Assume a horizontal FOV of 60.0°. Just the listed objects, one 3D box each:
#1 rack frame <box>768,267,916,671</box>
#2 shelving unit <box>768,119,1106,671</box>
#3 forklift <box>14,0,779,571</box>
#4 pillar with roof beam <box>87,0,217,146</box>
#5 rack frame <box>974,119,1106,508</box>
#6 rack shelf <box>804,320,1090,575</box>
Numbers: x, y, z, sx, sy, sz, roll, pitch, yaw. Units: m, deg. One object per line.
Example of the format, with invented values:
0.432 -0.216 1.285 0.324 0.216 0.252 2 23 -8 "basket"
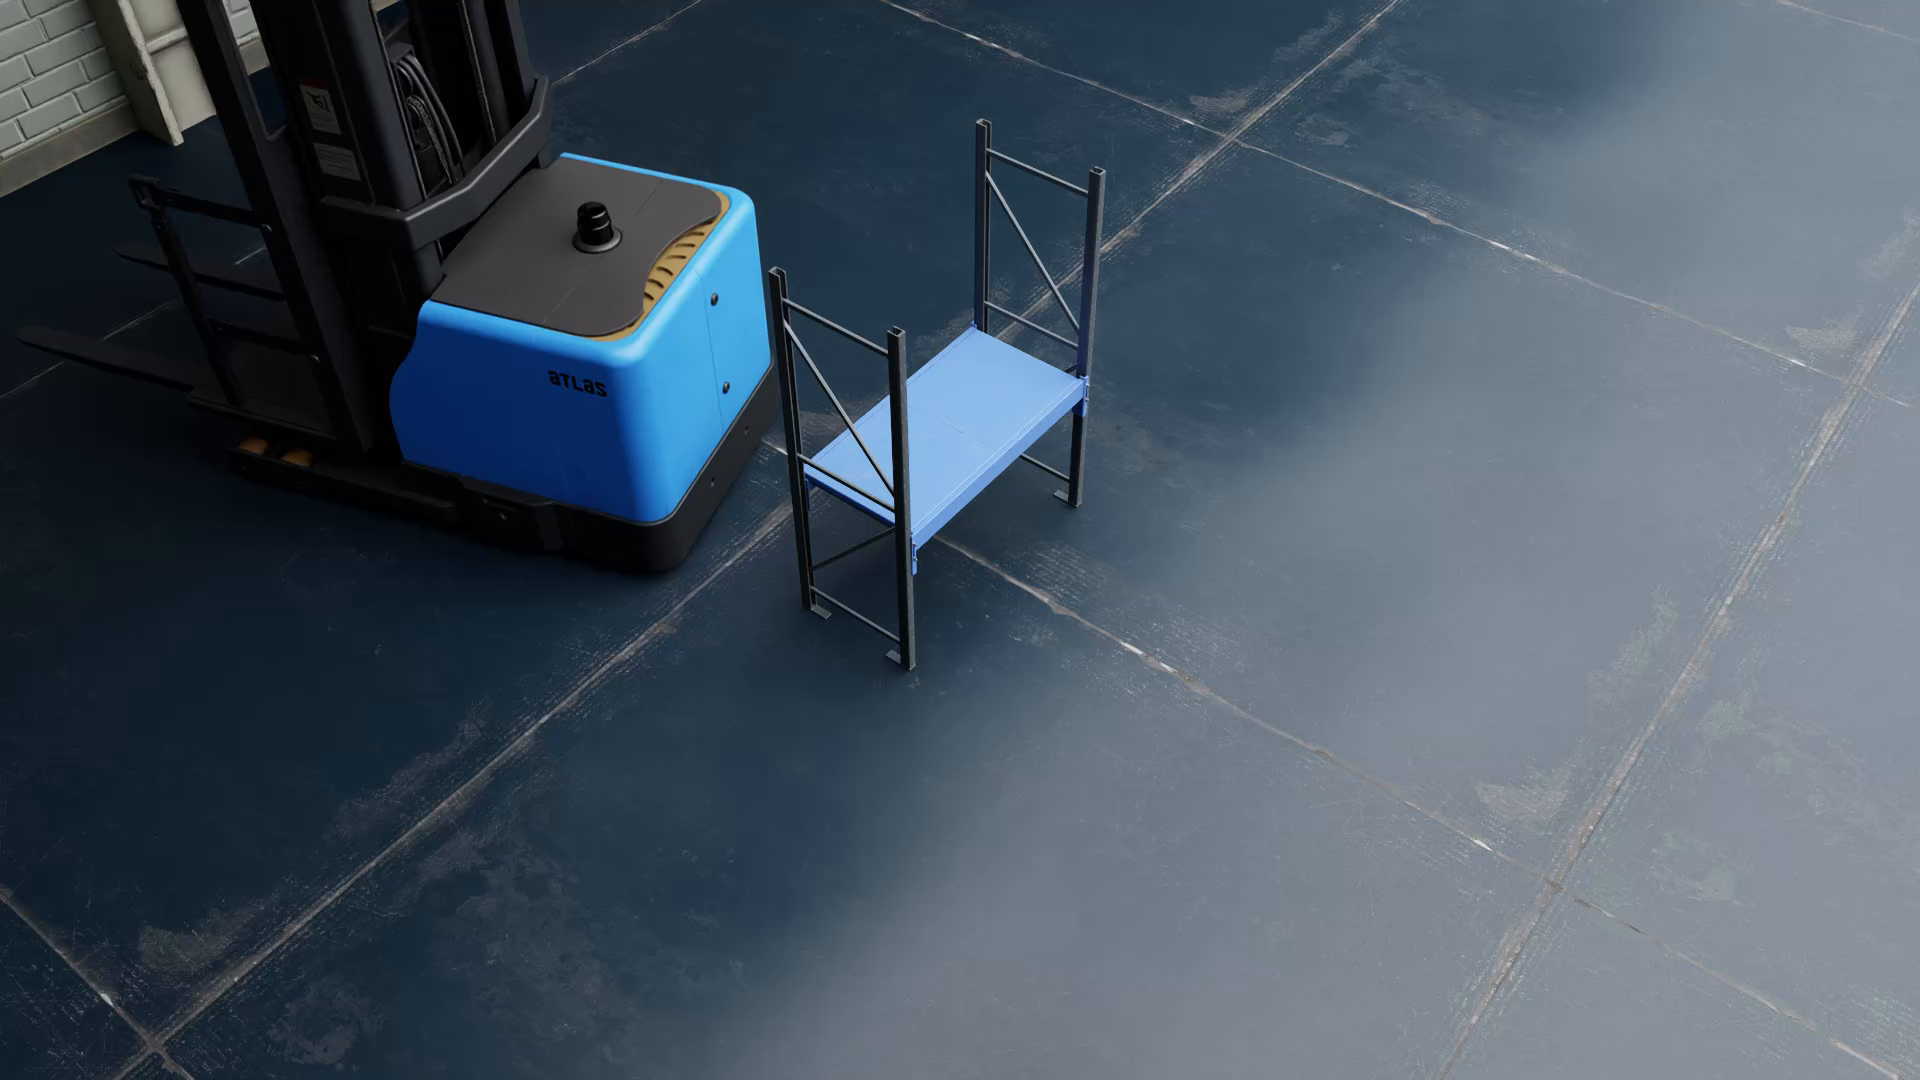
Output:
-0.363 -0.178 5.383 0.500 1.500 0.032 29 53 25 "rack frame"
-0.052 -0.469 5.661 0.538 1.500 1.048 29 53 25 "shelving unit"
-2.297 -1.550 5.703 3.031 2.935 1.130 14 48 13 "forklift"
-0.409 -3.297 3.176 9.100 9.000 0.400 29 53 25 "pillar with roof beam"
0.259 -0.760 5.939 0.500 1.500 0.032 29 53 25 "rack frame"
-0.052 -0.345 5.791 0.538 0.185 1.000 29 53 25 "rack shelf"
